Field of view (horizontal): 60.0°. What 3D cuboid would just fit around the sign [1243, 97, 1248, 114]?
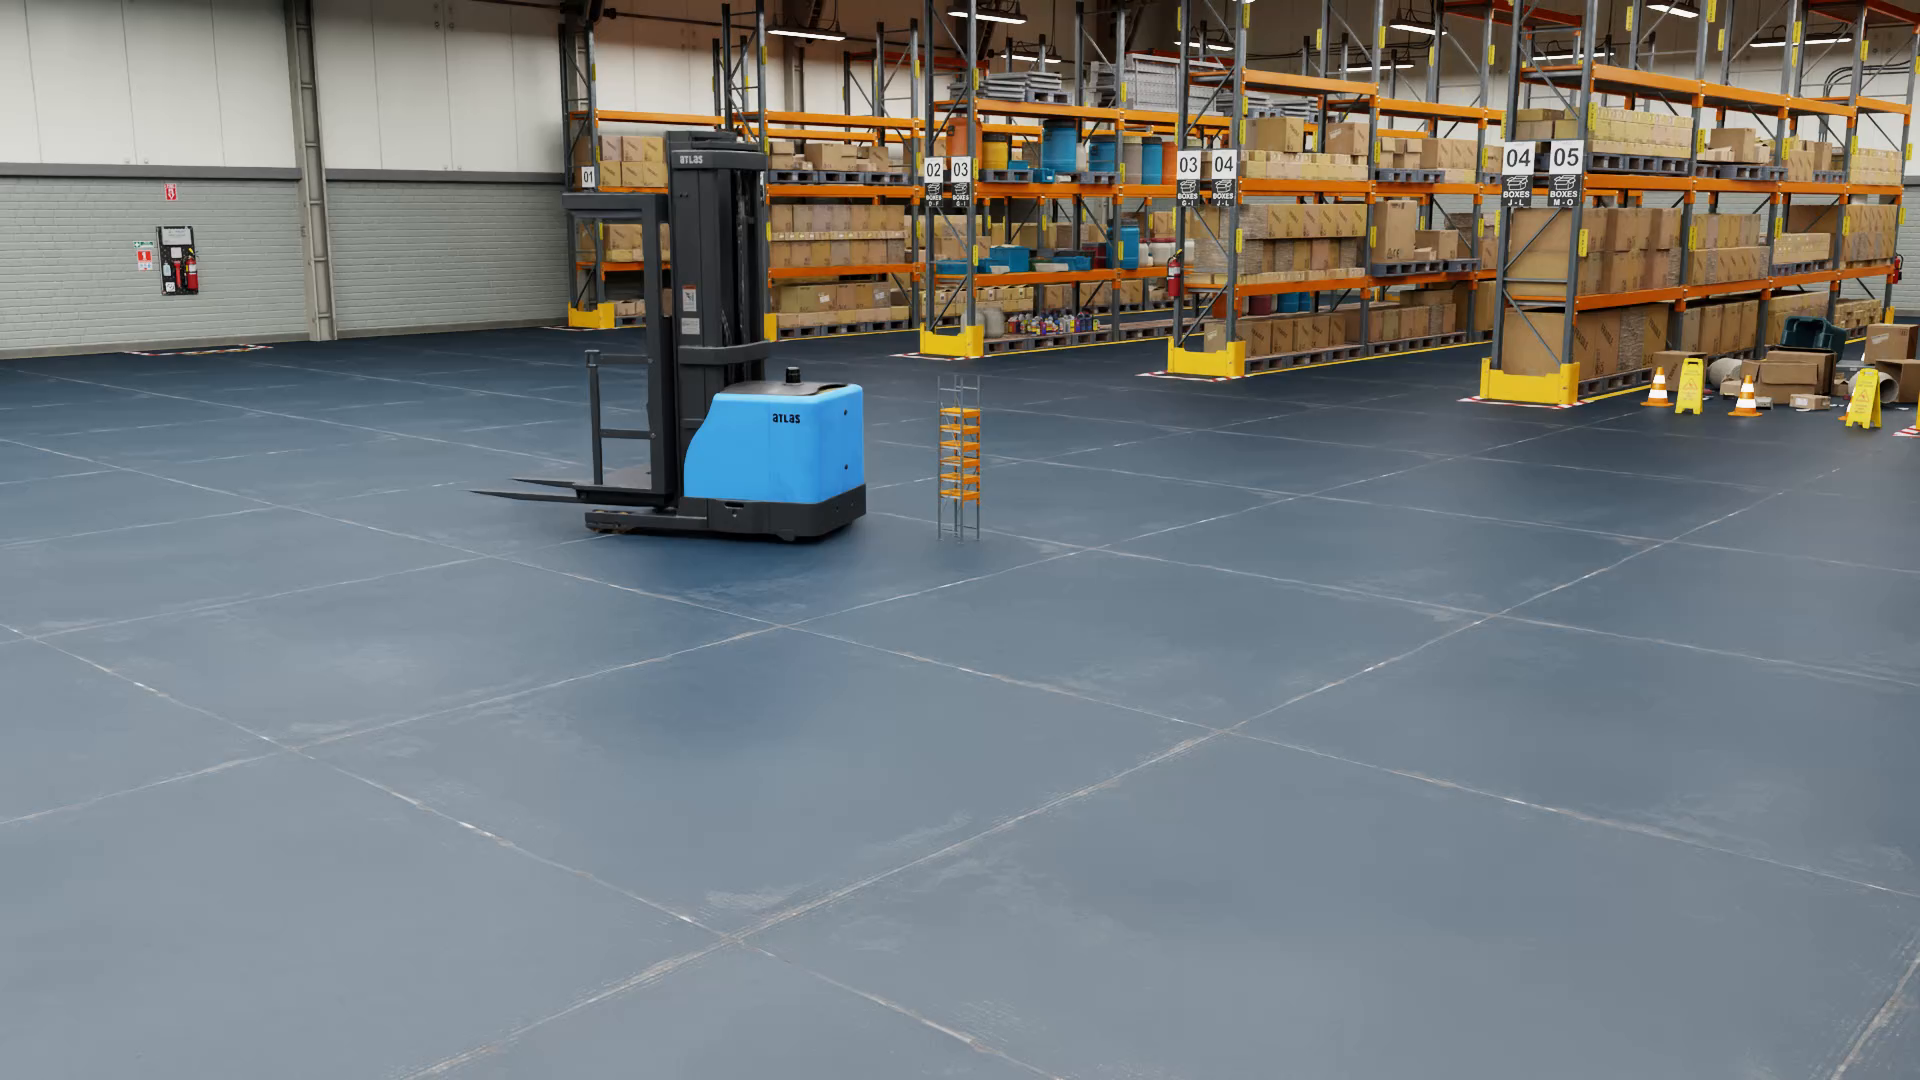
[{"bbox_3d":[5.540,-8.438,32.308,0.100,0.325,0.005,10,15,40],"label":"sign"}]

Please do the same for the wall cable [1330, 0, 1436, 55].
[{"bbox_3d":[11.320,-14.345,44.477,3.097,2.526,0.112,10,15,40],"label":"wall cable"}]

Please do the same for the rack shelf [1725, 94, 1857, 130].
[{"bbox_3d":[13.822,-7.115,27.718,1.077,0.370,4.000,10,15,40],"label":"rack shelf"}]

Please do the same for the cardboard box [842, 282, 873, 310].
[{"bbox_3d":[-2.044,-4.760,32.417,0.500,0.500,0.500,10,15,40],"label":"cardboard box"}]

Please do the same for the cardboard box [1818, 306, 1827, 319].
[{"bbox_3d":[14.843,-3.855,29.165,0.500,0.500,0.500,9,15,39],"label":"cardboard box"}]

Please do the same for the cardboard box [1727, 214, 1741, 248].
[{"bbox_3d":[11.528,-4.752,25.538,0.700,0.500,0.500,9,15,39],"label":"cardboard box"}]

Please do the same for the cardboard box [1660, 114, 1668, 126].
[{"bbox_3d":[9.192,-5.589,22.156,0.380,0.149,0.250,10,15,41],"label":"cardboard box"}]

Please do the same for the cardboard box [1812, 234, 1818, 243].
[{"bbox_3d":[14.502,-5.191,28.592,0.380,0.149,0.250,10,15,40],"label":"cardboard box"}]

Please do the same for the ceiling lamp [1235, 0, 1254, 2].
[{"bbox_3d":[4.496,-10.559,27.198,0.800,3.185,2.000,10,15,40],"label":"ceiling lamp"}]

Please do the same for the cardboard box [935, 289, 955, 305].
[{"bbox_3d":[-0.442,-5.011,34.159,0.500,0.311,0.500,10,15,40],"label":"cardboard box"}]

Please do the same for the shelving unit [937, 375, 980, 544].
[{"bbox_3d":[-0.010,-0.586,12.083,0.258,1.200,0.189,10,15,40],"label":"shelving unit"}]

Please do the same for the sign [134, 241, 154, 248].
[{"bbox_3d":[-13.841,-5.011,28.196,0.001,0.109,0.331,10,15,40],"label":"sign"}]

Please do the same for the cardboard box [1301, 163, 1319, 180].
[{"bbox_3d":[5.080,-5.568,25.157,0.500,0.250,0.500,10,15,42],"label":"cardboard box"}]

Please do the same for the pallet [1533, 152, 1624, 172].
[{"bbox_3d":[7.703,-4.789,21.098,1.003,0.211,1.213,10,15,40],"label":"pallet"}]

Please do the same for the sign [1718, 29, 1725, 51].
[{"bbox_3d":[12.088,-7.936,26.380,0.100,0.325,0.005,10,15,40],"label":"sign"}]

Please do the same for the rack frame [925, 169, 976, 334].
[{"bbox_3d":[-0.158,-4.548,27.321,1.000,3.000,0.127,10,15,40],"label":"rack frame"}]

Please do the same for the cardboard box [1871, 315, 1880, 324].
[{"bbox_3d":[17.498,-4.258,32.076,0.380,0.149,0.250,10,15,42],"label":"cardboard box"}]

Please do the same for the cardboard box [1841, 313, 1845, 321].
[{"bbox_3d":[16.036,-4.111,30.583,0.380,0.149,0.250,9,14,37],"label":"cardboard box"}]

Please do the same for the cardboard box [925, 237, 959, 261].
[{"bbox_3d":[-0.369,-6.015,34.411,0.500,0.500,0.500,-11,16,-43],"label":"cardboard box"}]

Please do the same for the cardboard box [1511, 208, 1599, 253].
[{"bbox_3d":[7.495,-3.904,20.958,0.875,0.550,0.550,10,15,40],"label":"cardboard box"}]

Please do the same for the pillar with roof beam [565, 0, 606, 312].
[{"bbox_3d":[-4.554,-8.429,31.436,9.100,9.000,0.548,10,15,40],"label":"pillar with roof beam"}]

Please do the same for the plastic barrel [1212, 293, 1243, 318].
[{"bbox_3d":[5.433,-4.941,33.757,0.600,0.830,0.708,10,15,40],"label":"plastic barrel"}]

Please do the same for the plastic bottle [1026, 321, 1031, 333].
[{"bbox_3d":[1.229,-3.788,29.538,0.097,0.201,0.097,0,11,0],"label":"plastic bottle"}]

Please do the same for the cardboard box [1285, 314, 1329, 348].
[{"bbox_3d":[5.536,-3.337,26.570,0.500,0.500,0.500,-7,13,-30],"label":"cardboard box"}]

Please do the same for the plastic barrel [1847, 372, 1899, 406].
[{"bbox_3d":[11.232,-1.862,20.454,0.421,0.421,0.512,-2,11,-9],"label":"plastic barrel"}]

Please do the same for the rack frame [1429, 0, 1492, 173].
[{"bbox_3d":[8.843,-8.026,29.421,1.000,3.000,0.127,10,15,40],"label":"rack frame"}]

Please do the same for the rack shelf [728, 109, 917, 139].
[{"bbox_3d":[-2.556,-7.876,31.526,1.077,0.370,4.000,10,15,40],"label":"rack shelf"}]

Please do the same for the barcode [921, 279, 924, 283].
[{"bbox_3d":[-0.755,-5.222,33.503,0.001,0.075,0.075,10,15,40],"label":"barcode"}]

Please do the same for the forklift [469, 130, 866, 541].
[{"bbox_3d":[-2.301,-1.575,12.612,3.031,2.935,1.130,4,12,17],"label":"forklift"}]

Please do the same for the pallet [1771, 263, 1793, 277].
[{"bbox_3d":[12.893,-4.453,27.336,1.213,0.211,1.003,10,15,40],"label":"pallet"}]

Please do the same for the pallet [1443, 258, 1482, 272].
[{"bbox_3d":[8.453,-4.872,29.433,1.213,0.211,1.003,10,15,40],"label":"pallet"}]

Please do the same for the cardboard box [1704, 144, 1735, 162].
[{"bbox_3d":[11.256,-5.748,24.686,0.396,0.266,0.258,10,15,40],"label":"cardboard box"}]

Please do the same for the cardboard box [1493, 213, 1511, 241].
[{"bbox_3d":[9.770,-5.826,30.907,0.797,0.503,0.637,10,15,42],"label":"cardboard box"}]

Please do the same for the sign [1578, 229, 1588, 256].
[{"bbox_3d":[7.634,-3.642,20.374,0.100,0.325,0.005,10,15,40],"label":"sign"}]

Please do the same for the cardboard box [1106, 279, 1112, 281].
[{"bbox_3d":[3.542,-5.904,39.373,0.500,0.500,0.500,9,14,38],"label":"cardboard box"}]

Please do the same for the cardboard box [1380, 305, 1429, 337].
[{"bbox_3d":[7.690,-3.805,28.865,0.500,0.500,0.700,-11,15,-43],"label":"cardboard box"}]

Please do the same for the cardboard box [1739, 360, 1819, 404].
[{"bbox_3d":[10.264,-1.988,20.878,0.797,0.503,0.637,0,11,1],"label":"cardboard box"}]

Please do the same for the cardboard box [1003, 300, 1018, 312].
[{"bbox_3d":[0.903,-5.038,35.724,0.500,0.250,0.500,10,15,40],"label":"cardboard box"}]

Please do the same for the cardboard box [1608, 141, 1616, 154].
[{"bbox_3d":[8.022,-4.937,20.927,0.380,0.149,0.250,10,15,41],"label":"cardboard box"}]

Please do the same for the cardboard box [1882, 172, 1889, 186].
[{"bbox_3d":[17.013,-6.754,31.093,0.500,0.250,0.500,11,15,43],"label":"cardboard box"}]

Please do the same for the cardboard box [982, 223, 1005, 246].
[{"bbox_3d":[0.691,-7.819,42.934,0.980,0.700,0.700,10,15,41],"label":"cardboard box"}]

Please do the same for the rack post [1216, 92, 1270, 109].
[{"bbox_3d":[5.570,-8.741,33.194,0.954,0.300,0.937,10,15,40],"label":"rack post"}]

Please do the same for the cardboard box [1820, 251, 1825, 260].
[{"bbox_3d":[14.858,-4.977,29.040,0.380,0.149,0.250,10,15,41],"label":"cardboard box"}]

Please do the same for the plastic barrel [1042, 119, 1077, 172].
[{"bbox_3d":[1.745,-6.926,29.220,0.600,0.901,0.708,10,15,40],"label":"plastic barrel"}]

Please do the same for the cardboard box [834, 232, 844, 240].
[{"bbox_3d":[-2.441,-5.812,31.739,0.380,0.149,0.250,10,15,41],"label":"cardboard box"}]

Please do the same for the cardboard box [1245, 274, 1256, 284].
[{"bbox_3d":[4.109,-3.829,24.367,0.380,0.149,0.250,10,15,40],"label":"cardboard box"}]

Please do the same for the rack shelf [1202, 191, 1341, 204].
[{"bbox_3d":[6.443,-7.137,34.464,1.077,0.370,4.000,10,15,40],"label":"rack shelf"}]

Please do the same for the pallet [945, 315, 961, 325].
[{"bbox_3d":[0.026,-4.703,35.221,1.003,0.211,1.213,10,15,40],"label":"pallet"}]

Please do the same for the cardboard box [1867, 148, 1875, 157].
[{"bbox_3d":[16.420,-7.053,30.297,0.380,0.149,0.250,11,16,43],"label":"cardboard box"}]

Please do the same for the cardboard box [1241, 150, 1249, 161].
[{"bbox_3d":[3.918,-5.511,23.850,0.380,0.149,0.250,10,15,40],"label":"cardboard box"}]

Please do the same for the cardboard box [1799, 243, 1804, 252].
[{"bbox_3d":[13.996,-4.932,28.054,0.380,0.149,0.250,11,15,42],"label":"cardboard box"}]
